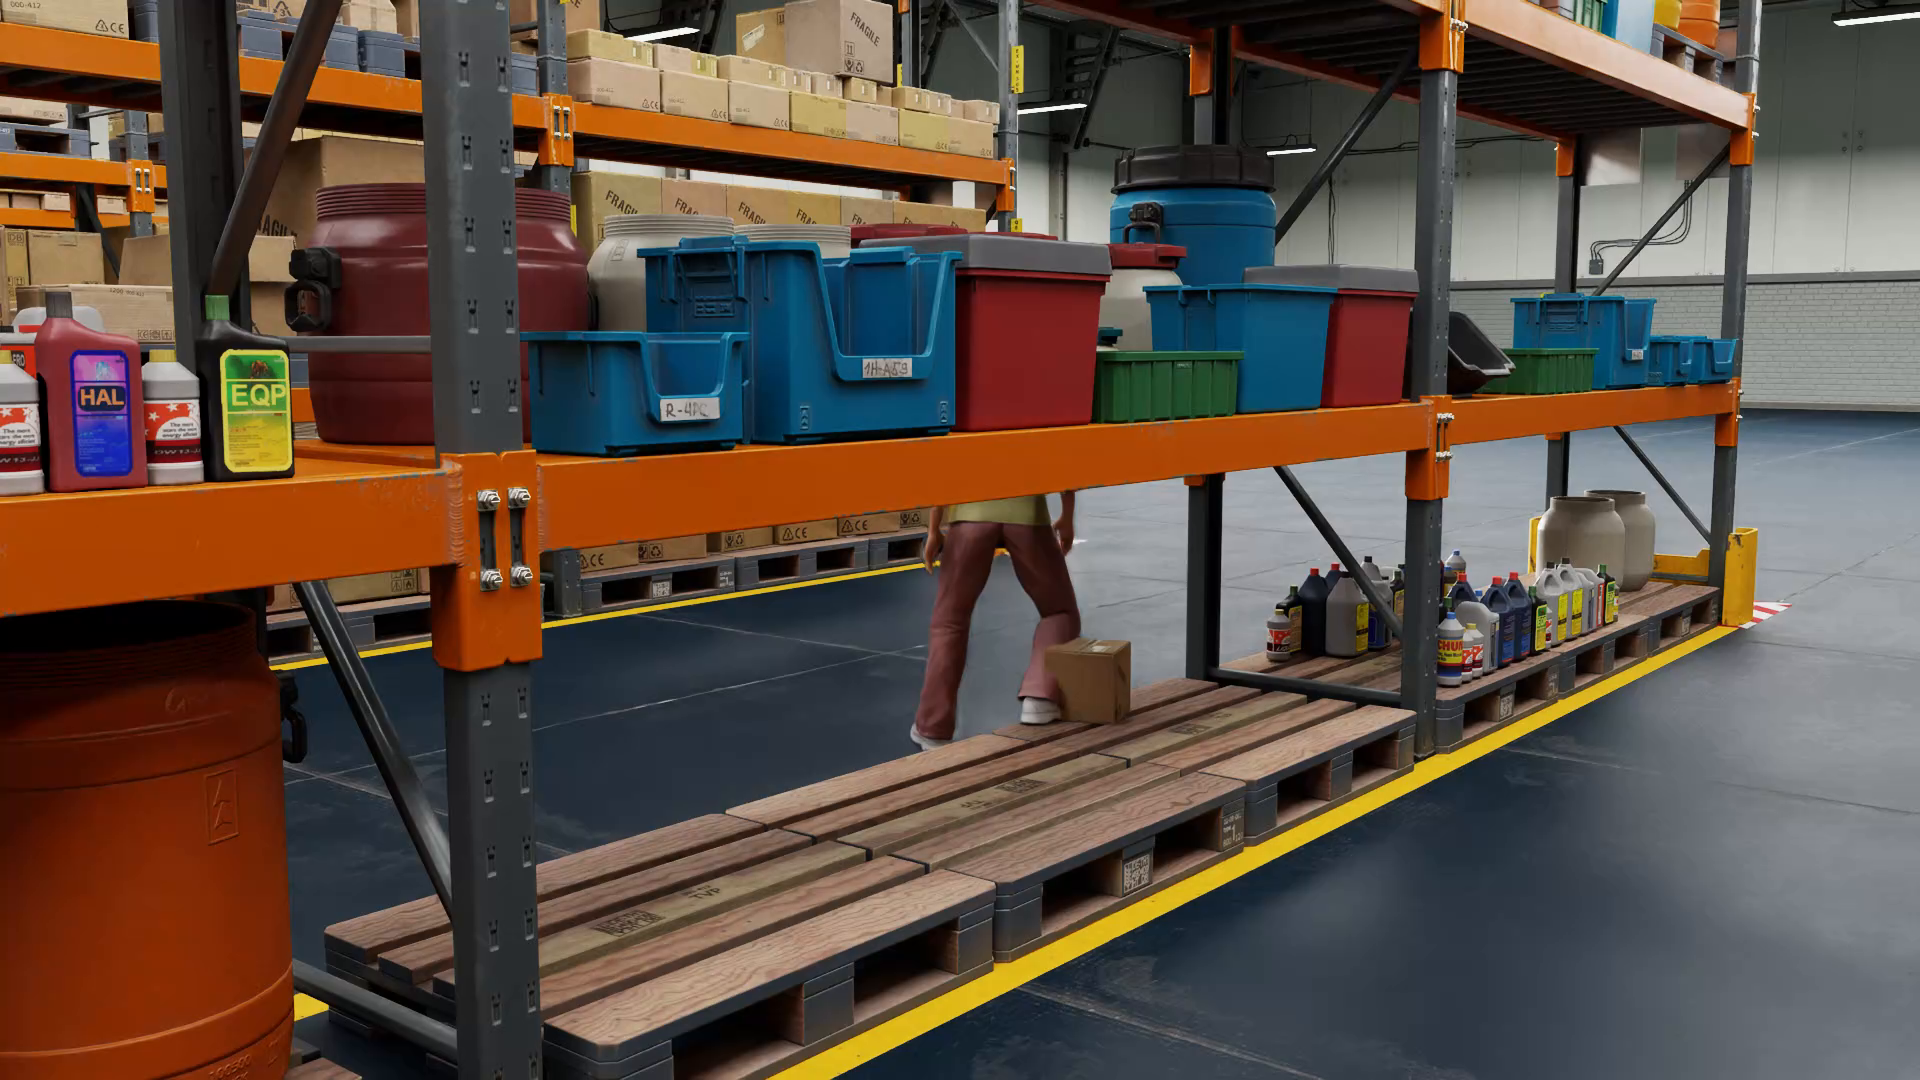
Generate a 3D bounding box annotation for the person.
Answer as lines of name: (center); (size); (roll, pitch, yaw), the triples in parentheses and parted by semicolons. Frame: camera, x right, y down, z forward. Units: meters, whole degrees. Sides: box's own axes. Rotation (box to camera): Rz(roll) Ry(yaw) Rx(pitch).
person: (0.132, -0.025, 5.933); (0.618, 1.646, 0.671); (0, 7, -2)
